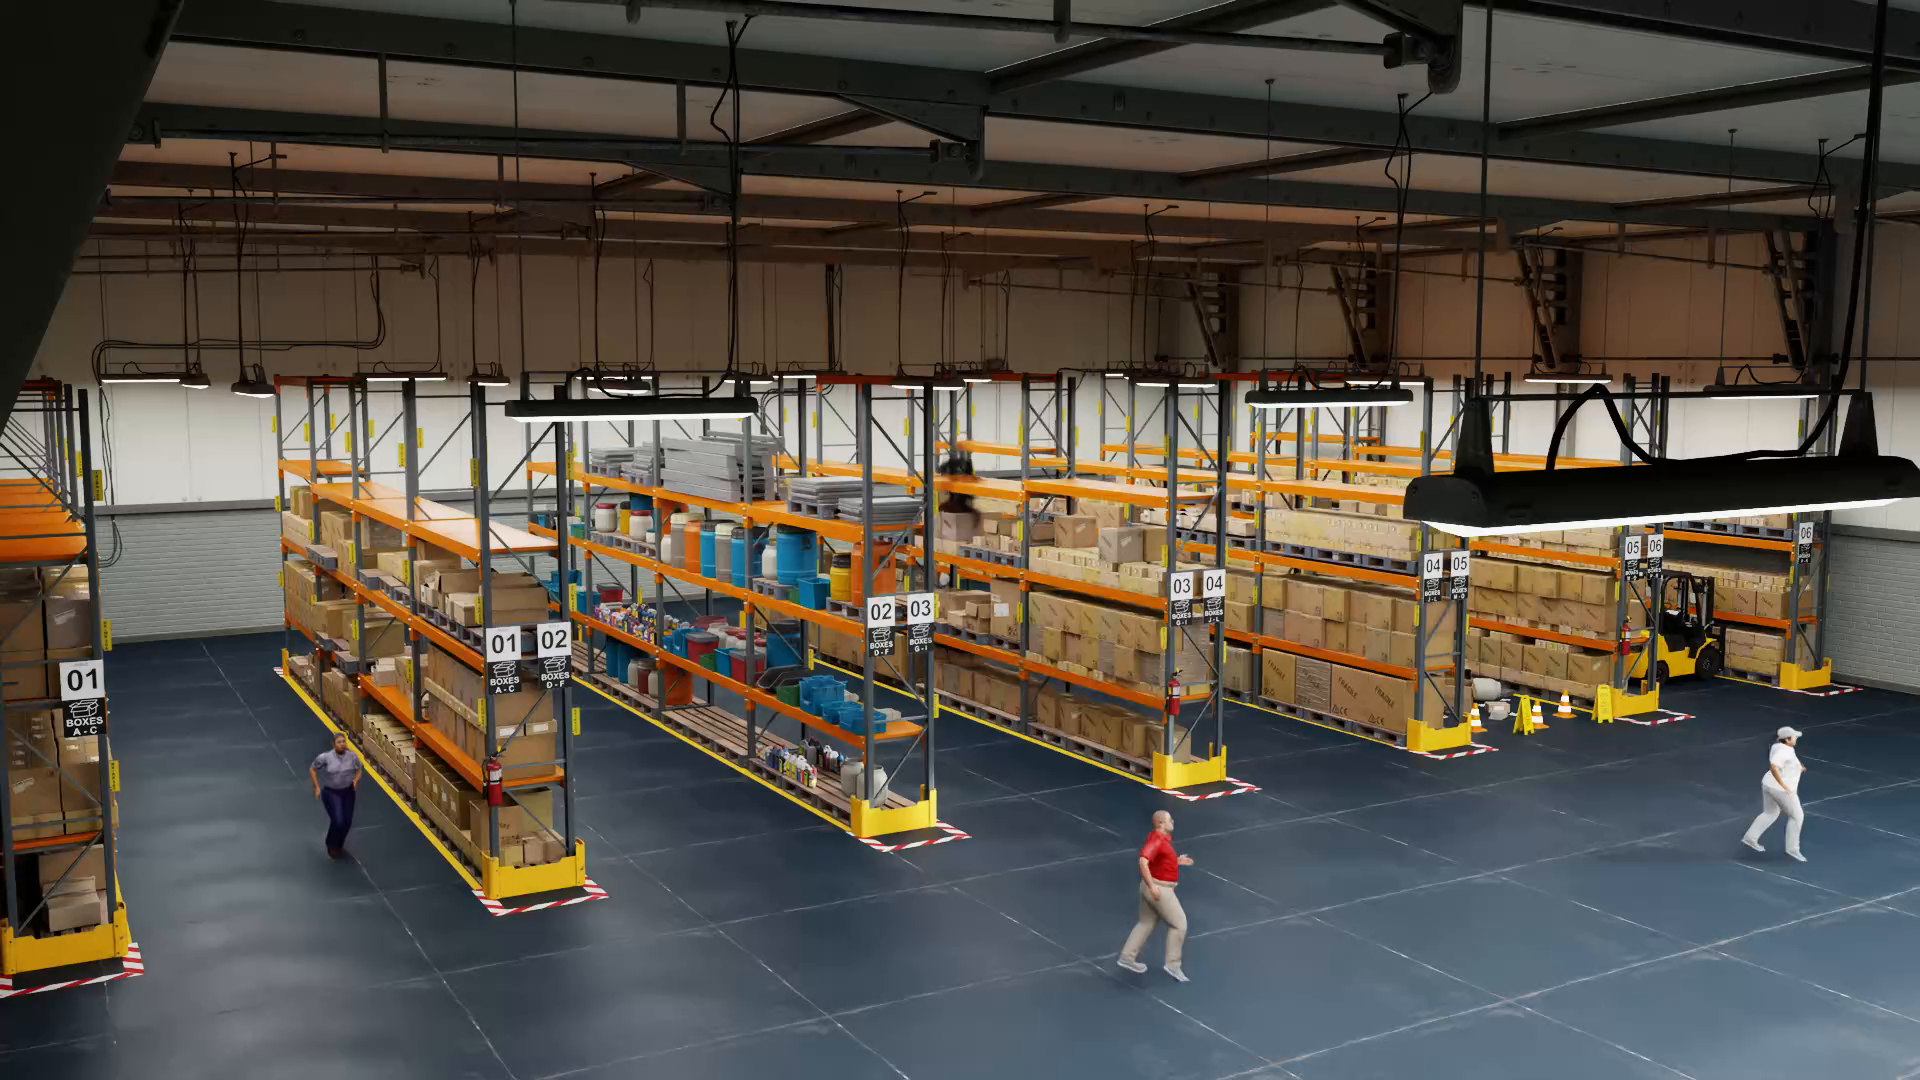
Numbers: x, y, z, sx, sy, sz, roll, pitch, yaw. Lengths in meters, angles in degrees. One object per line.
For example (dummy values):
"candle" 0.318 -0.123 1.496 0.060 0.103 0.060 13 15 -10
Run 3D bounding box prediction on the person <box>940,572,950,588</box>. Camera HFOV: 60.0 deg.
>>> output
"person" -0.477 0.859 42.330 0.686 1.735 0.990 0 6 1

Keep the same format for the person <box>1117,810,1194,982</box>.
"person" 2.009 3.639 16.994 0.802 1.800 0.643 -1 6 -10

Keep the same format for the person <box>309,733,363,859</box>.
"person" -7.824 3.238 20.982 0.576 1.592 0.721 -6 8 -42

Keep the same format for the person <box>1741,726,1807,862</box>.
"person" 10.351 3.204 21.096 0.756 1.719 0.596 1 6 5
